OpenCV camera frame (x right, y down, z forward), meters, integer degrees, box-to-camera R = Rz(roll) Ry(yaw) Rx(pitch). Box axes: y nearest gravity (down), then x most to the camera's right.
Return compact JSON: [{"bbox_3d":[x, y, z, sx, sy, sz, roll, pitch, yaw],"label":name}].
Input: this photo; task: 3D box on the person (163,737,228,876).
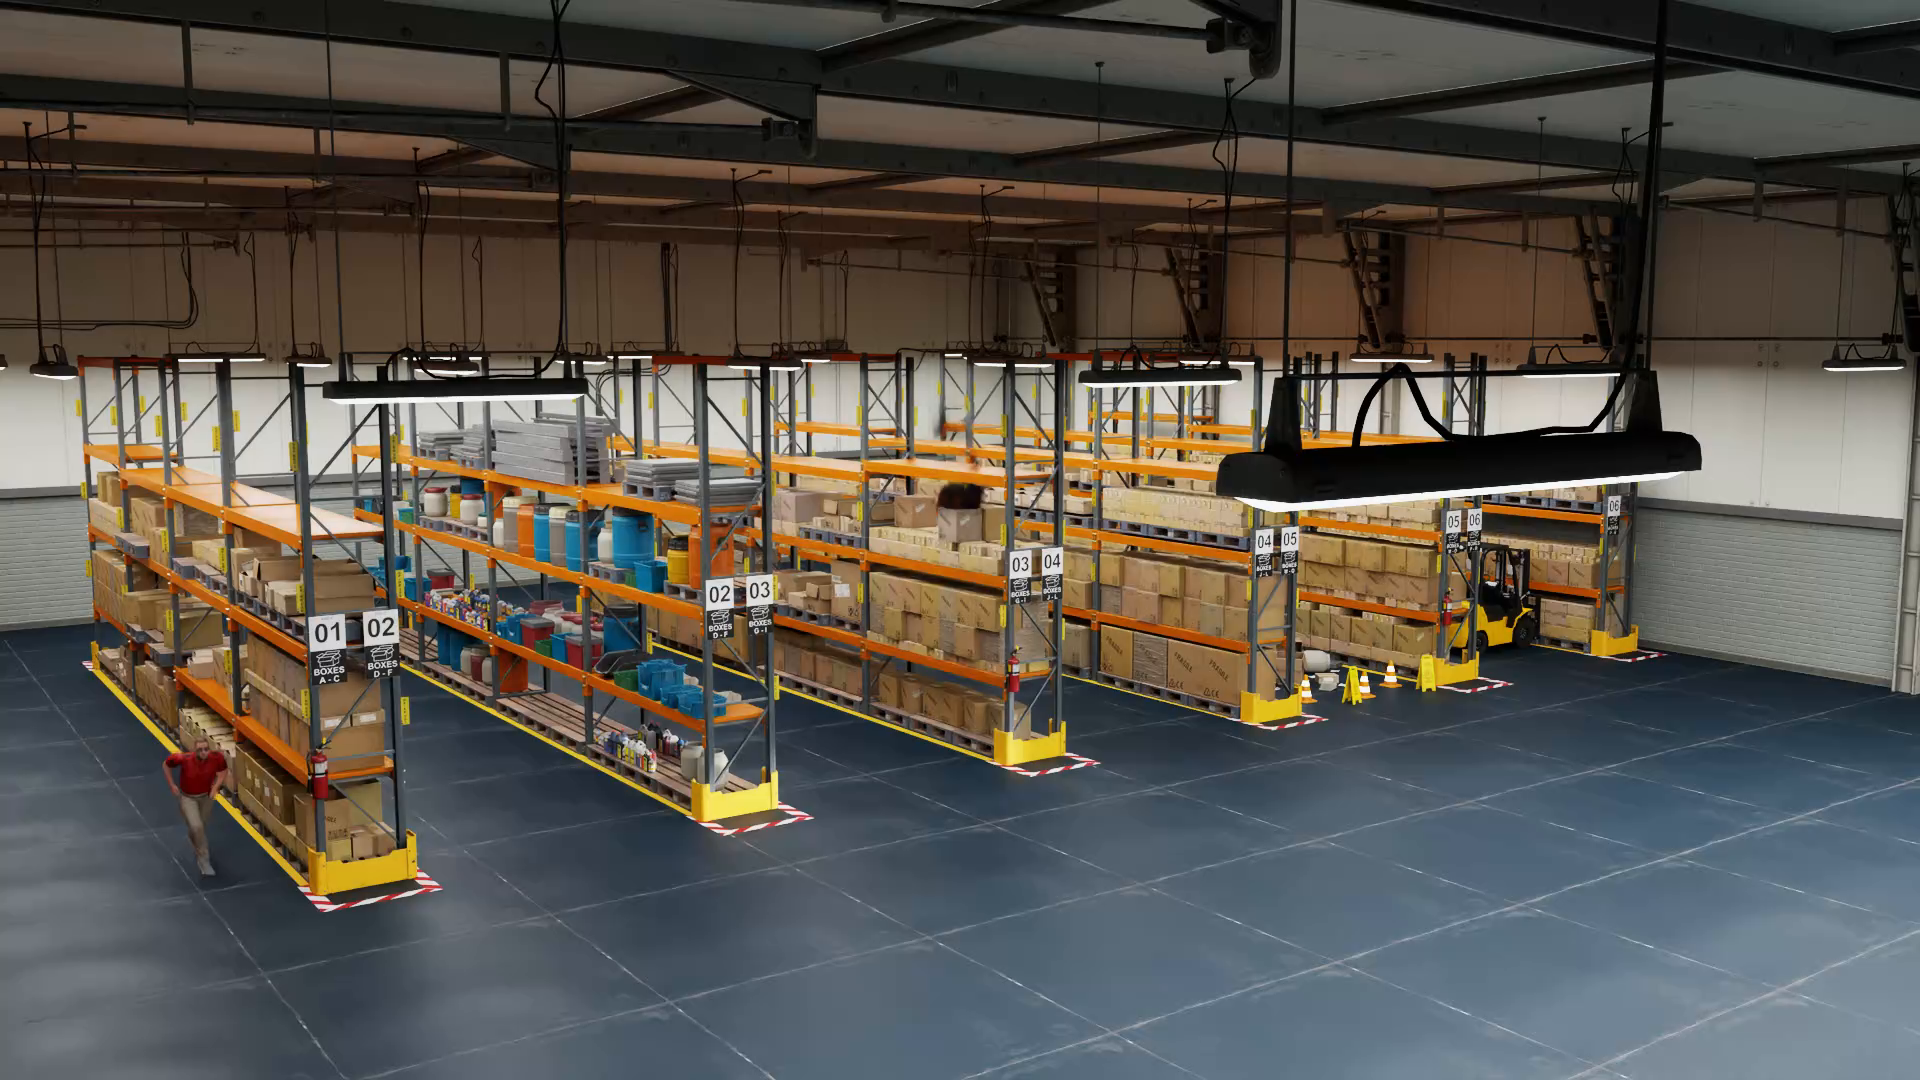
[{"bbox_3d":[-9.180,3.133,19.970,0.705,1.693,1.021,-5,9,-35],"label":"person"}]
